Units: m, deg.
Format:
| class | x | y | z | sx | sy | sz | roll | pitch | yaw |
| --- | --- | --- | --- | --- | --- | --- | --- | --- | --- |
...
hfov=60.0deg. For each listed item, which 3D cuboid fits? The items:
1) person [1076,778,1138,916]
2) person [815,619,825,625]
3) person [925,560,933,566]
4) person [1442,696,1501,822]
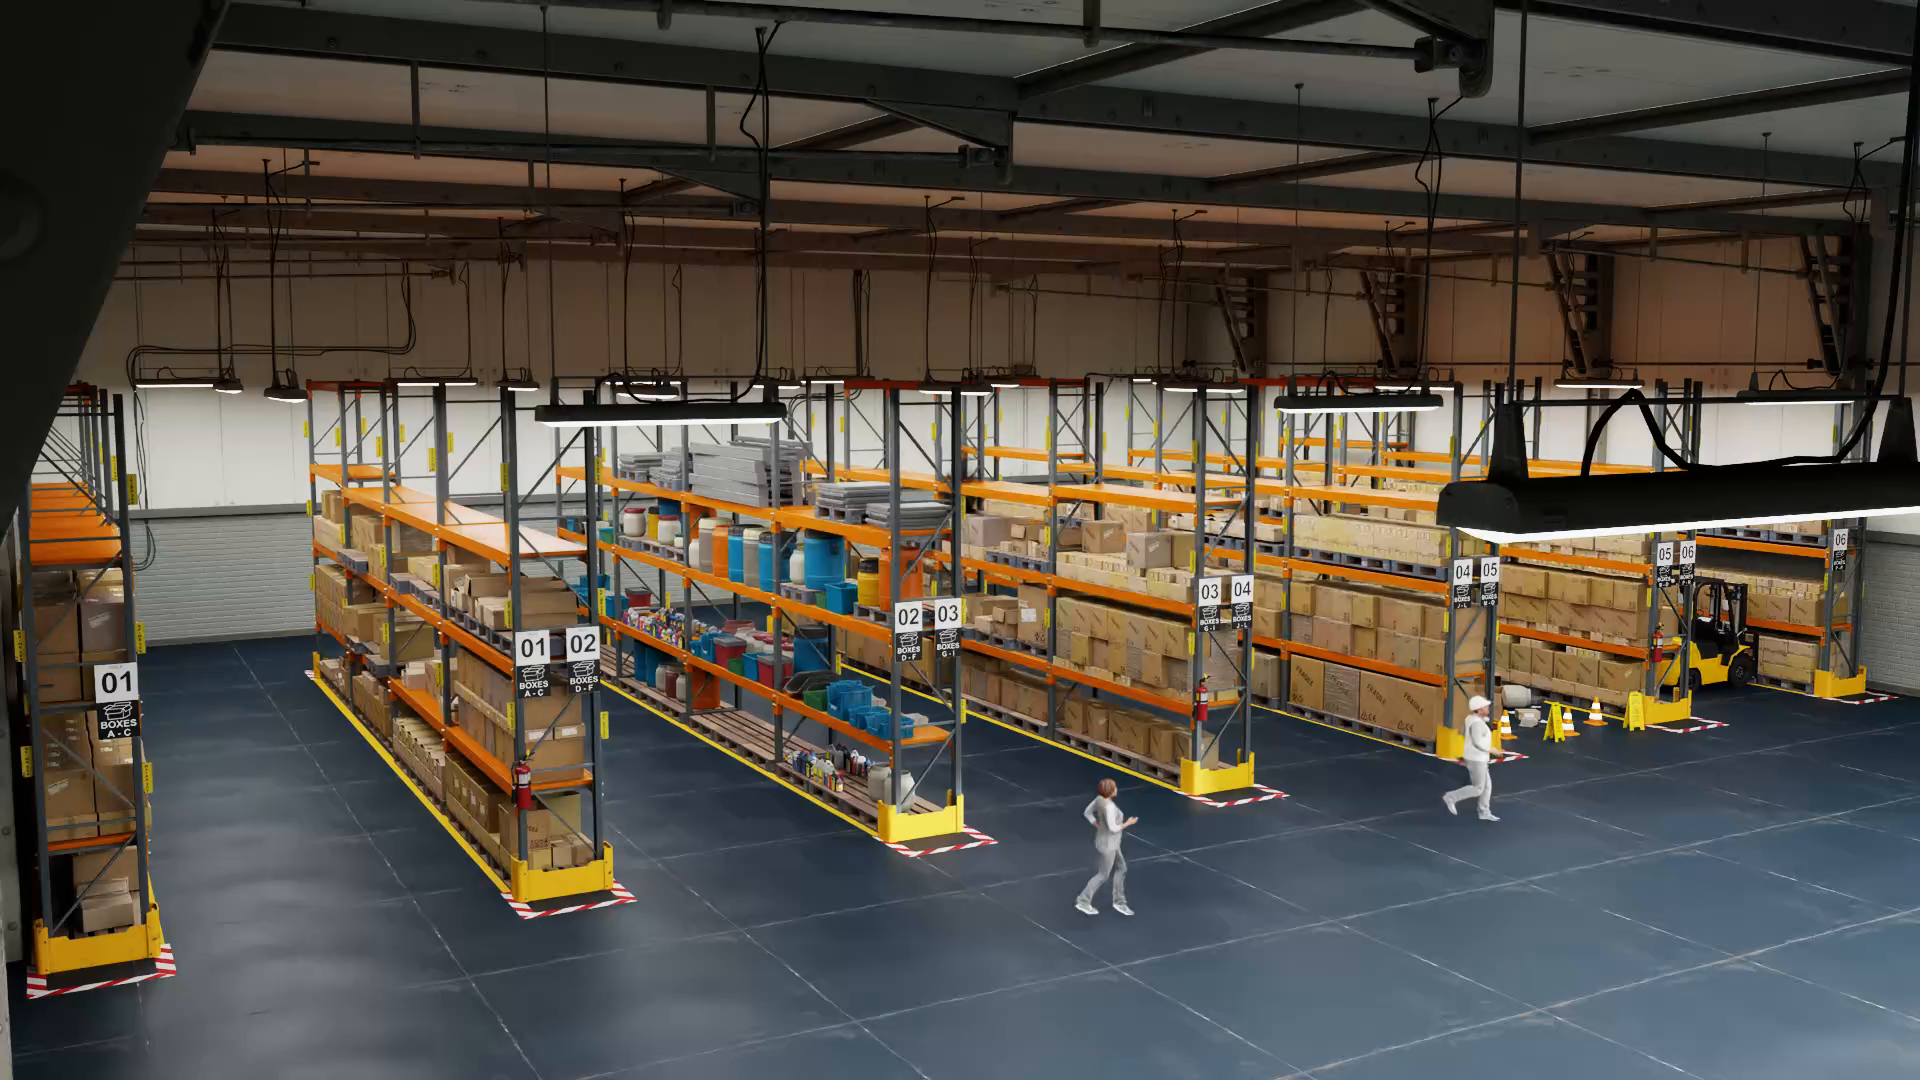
| class | x | y | z | sx | sy | sz | roll | pitch | yaw |
| --- | --- | --- | --- | --- | --- | --- | --- | --- | --- |
| person | 1.668 | 3.512 | 18.931 | 0.698 | 1.631 | 0.517 | 0 | 6 | -3 |
| person | -2.620 | 2.155 | 31.180 | 0.575 | 1.684 | 0.941 | -5 | 8 | -37 |
| person | -0.858 | 1.299 | 39.662 | 0.706 | 1.651 | 0.866 | -2 | 7 | -21 |
| person | 7.095 | 3.027 | 23.029 | 0.821 | 1.769 | 0.668 | 1 | 6 | 7 |
